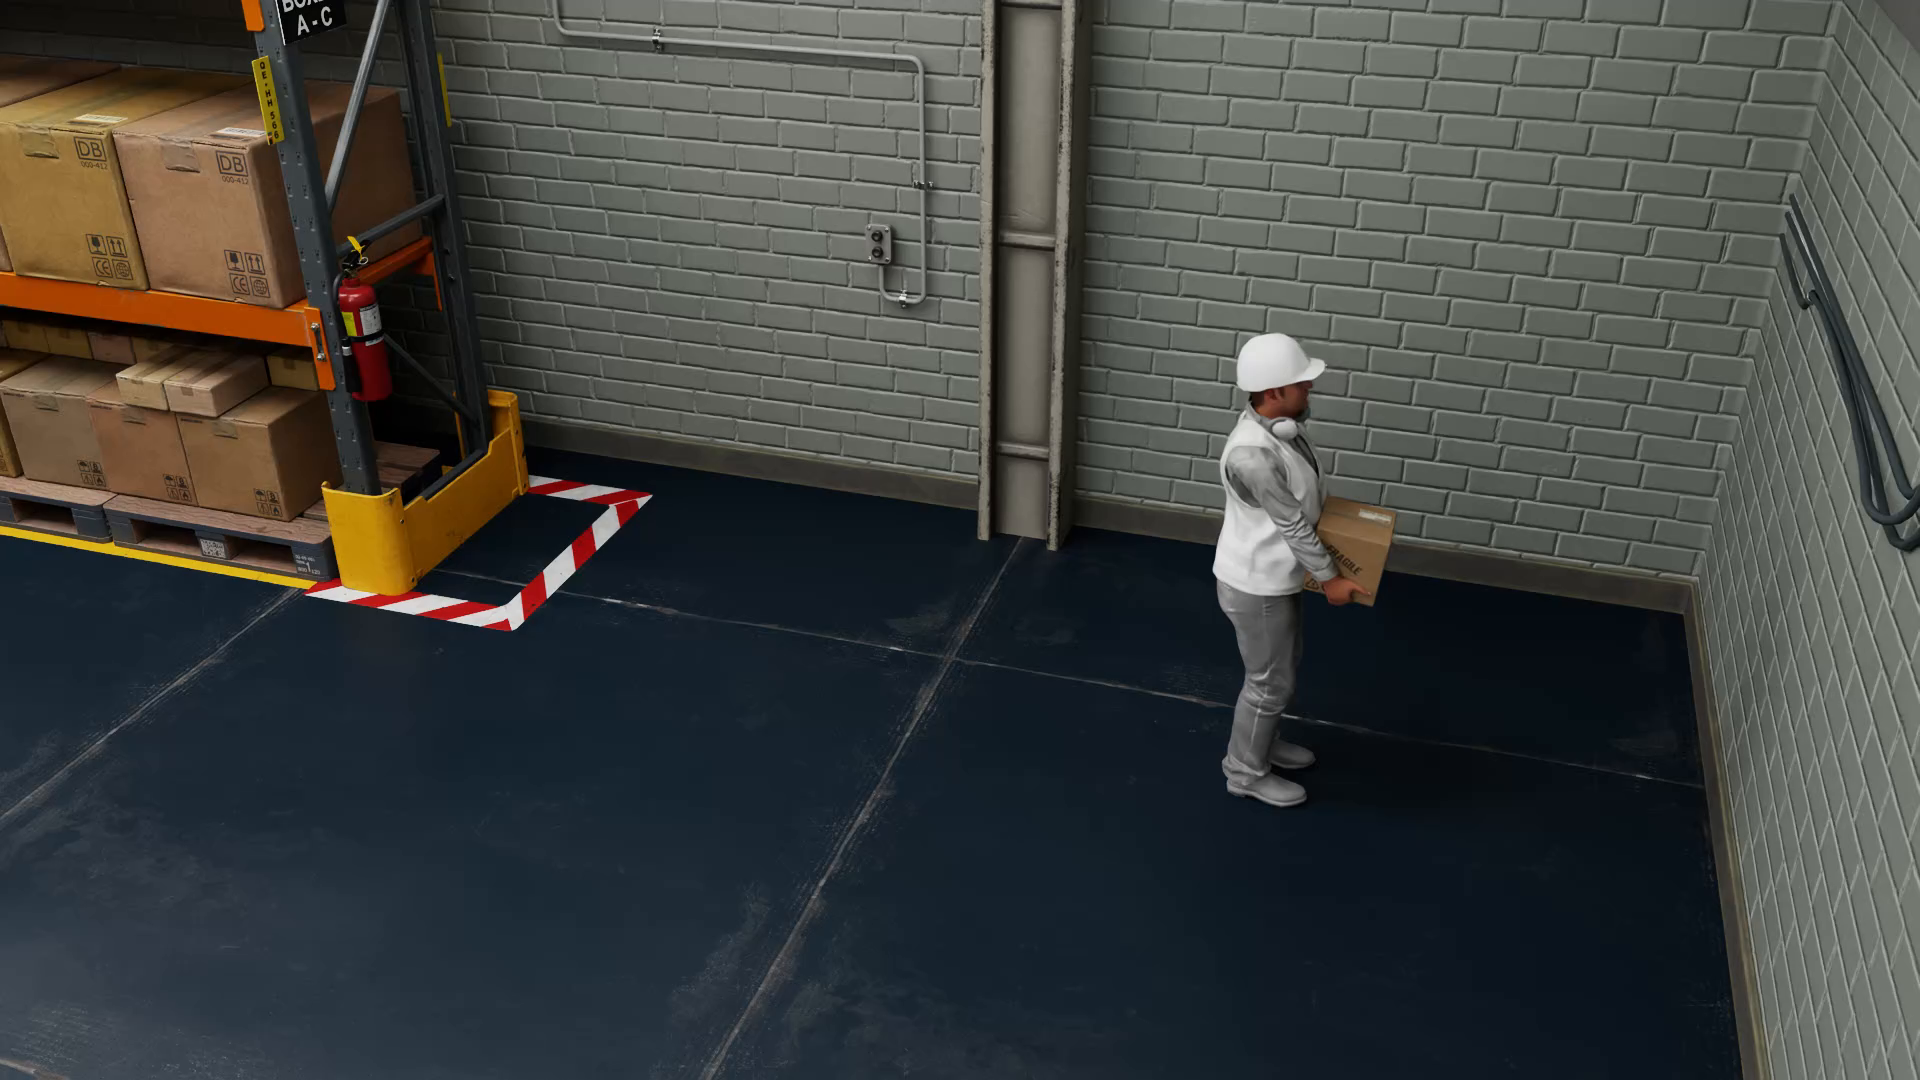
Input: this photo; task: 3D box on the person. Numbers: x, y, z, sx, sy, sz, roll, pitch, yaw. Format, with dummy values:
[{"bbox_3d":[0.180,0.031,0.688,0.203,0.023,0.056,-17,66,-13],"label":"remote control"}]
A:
[{"bbox_3d":[1.184,0.117,5.896,0.553,1.767,0.495,9,30,16],"label":"person"}]
